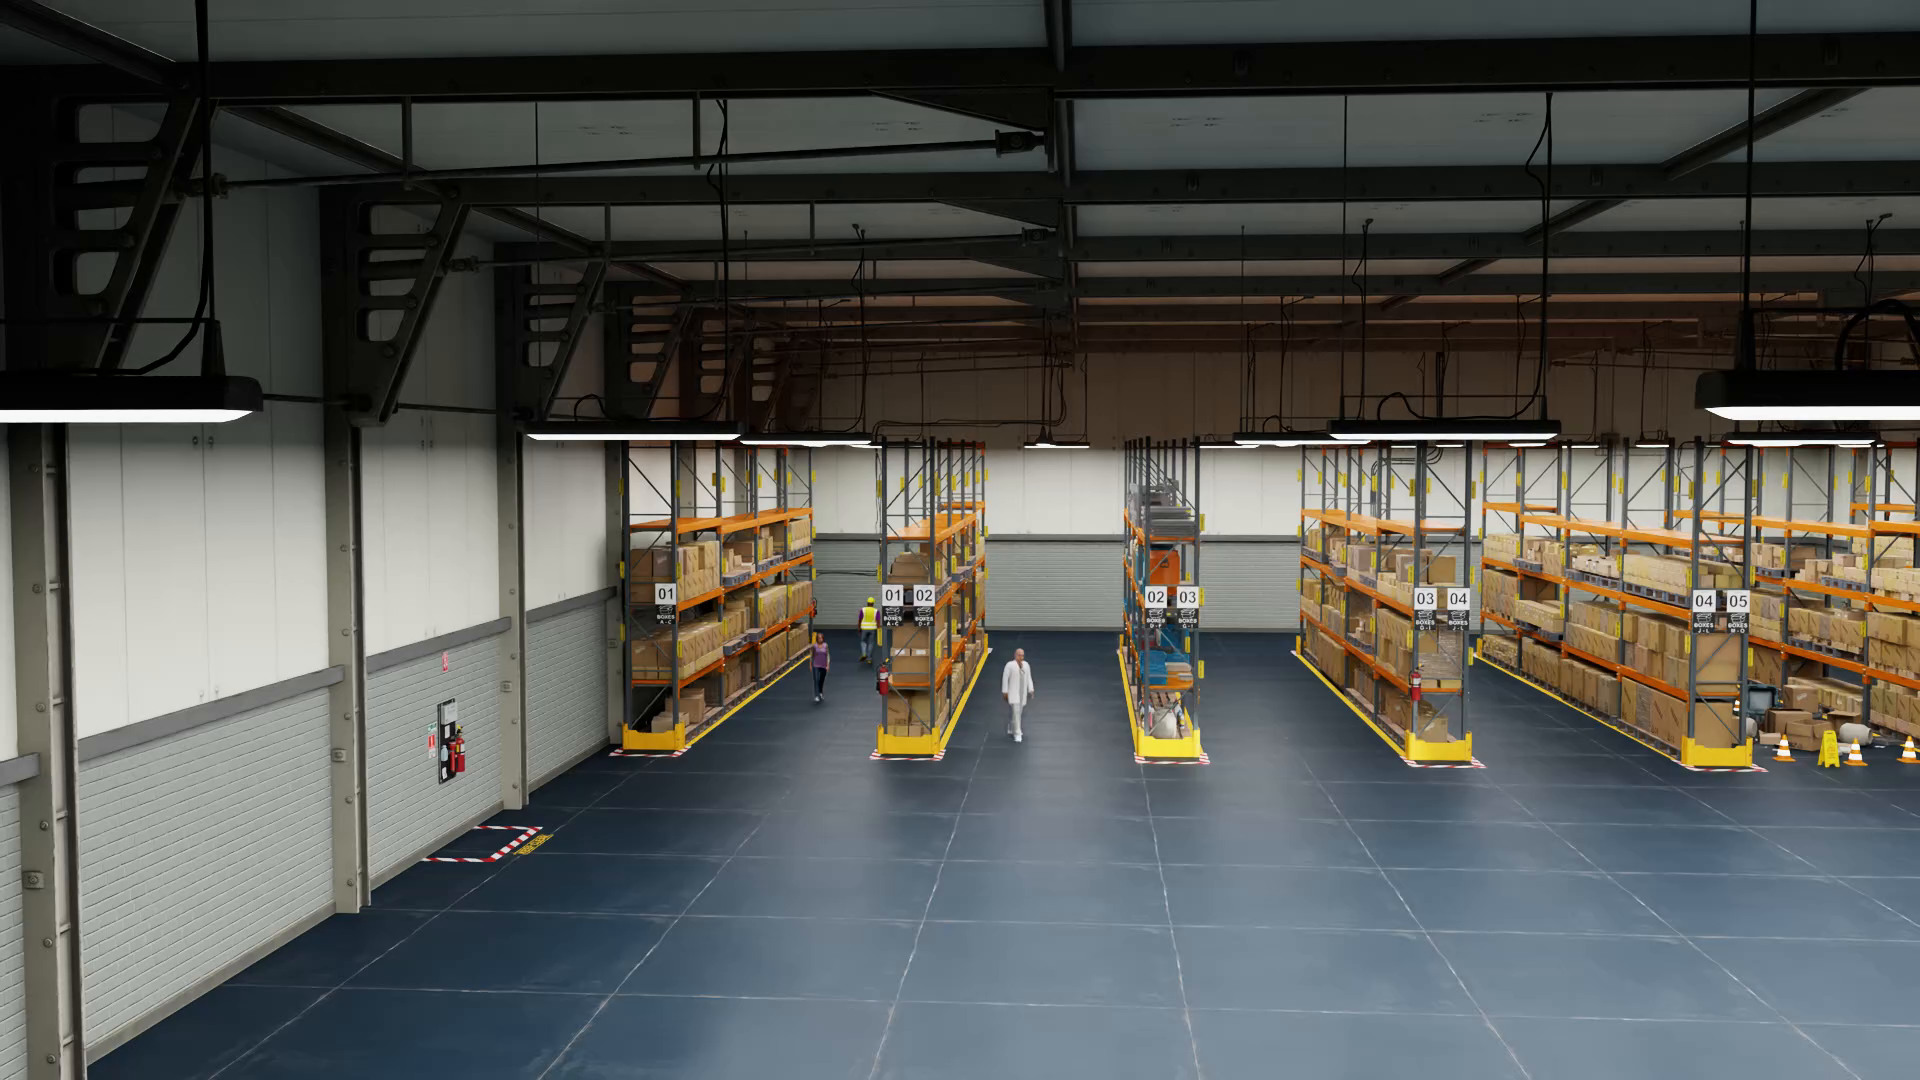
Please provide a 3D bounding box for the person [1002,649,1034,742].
[{"bbox_3d":[1.162,3.080,33.155,0.600,1.820,0.766,-2,4,-36],"label":"person"}]

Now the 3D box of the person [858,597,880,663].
[{"bbox_3d":[-2.455,2.431,44.893,0.611,1.761,0.478,0,3,4],"label":"person"}]

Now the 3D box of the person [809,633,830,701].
[{"bbox_3d":[-3.197,2.895,37.969,0.454,1.543,0.969,-1,3,-20],"label":"person"}]

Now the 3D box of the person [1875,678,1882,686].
[{"bbox_3d":[21.791,2.753,39.023,0.511,1.807,0.539,0,3,-7],"label":"person"}]
